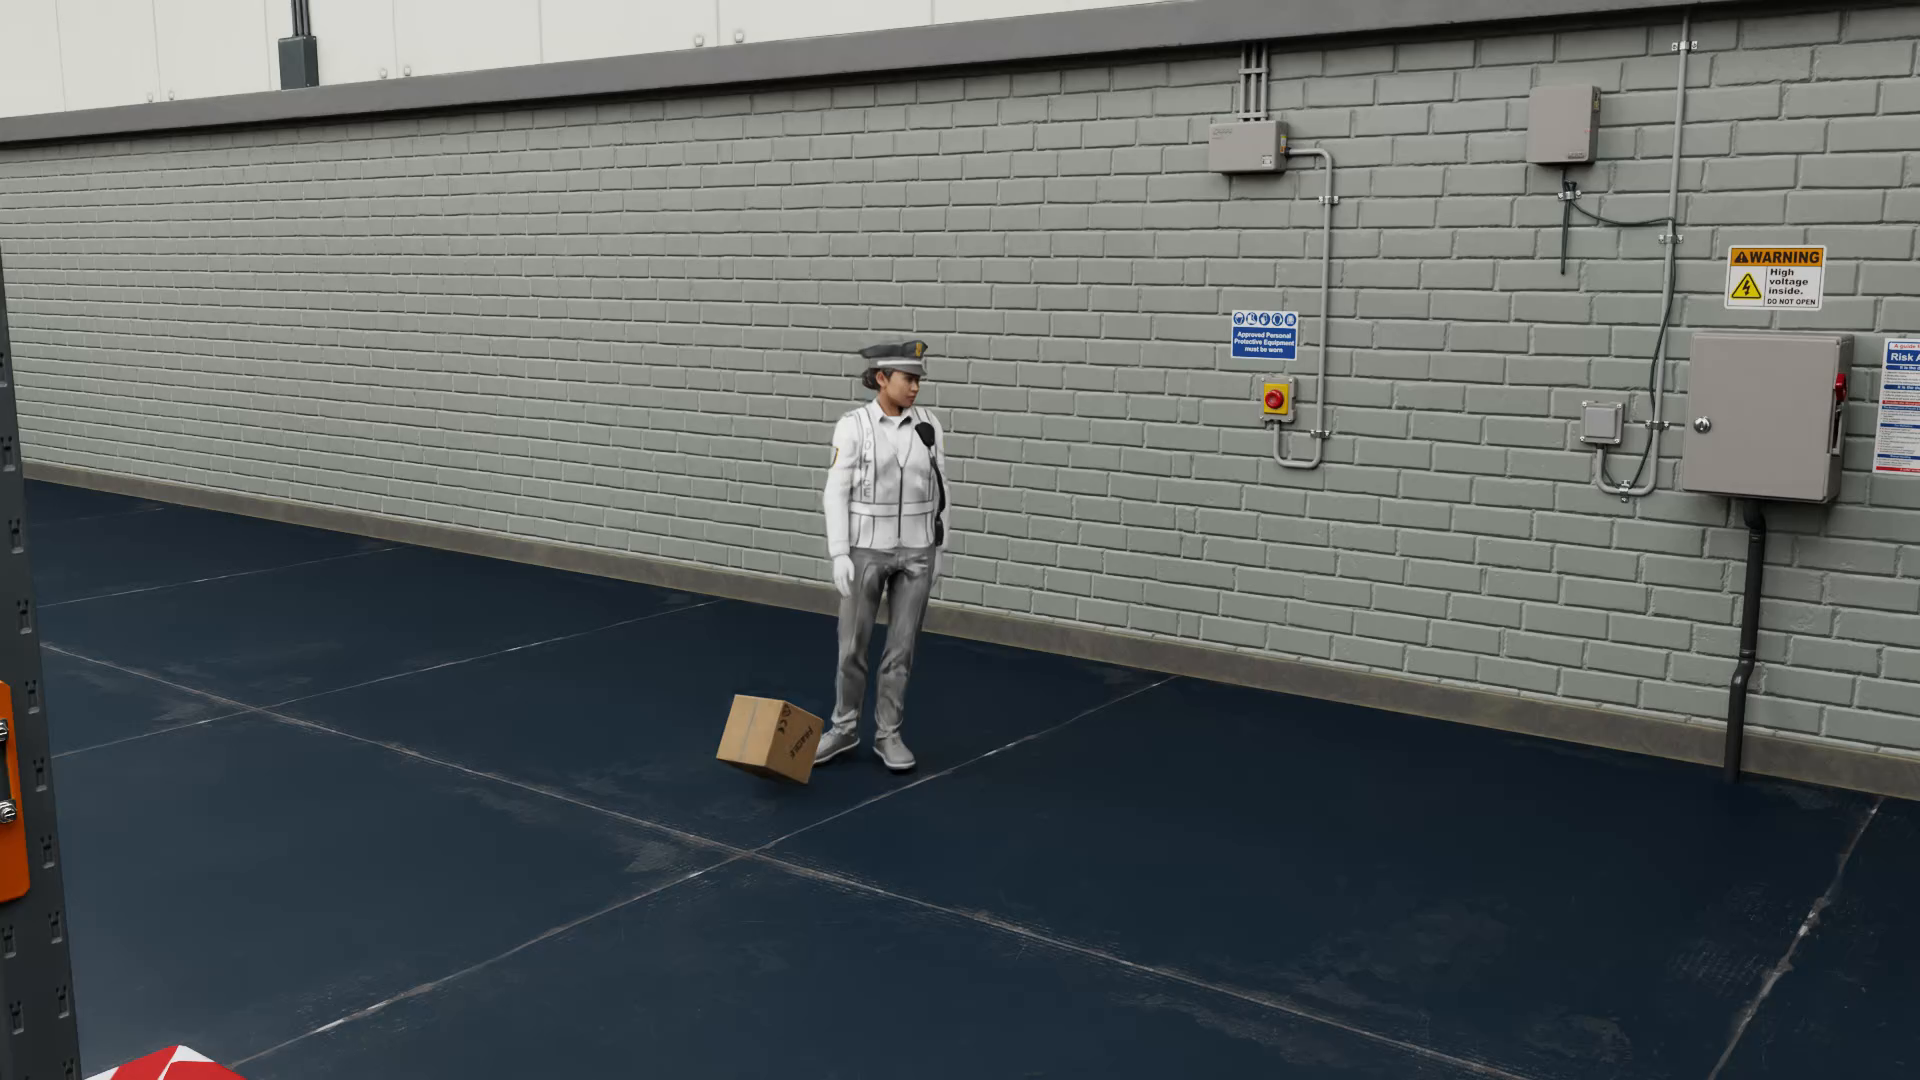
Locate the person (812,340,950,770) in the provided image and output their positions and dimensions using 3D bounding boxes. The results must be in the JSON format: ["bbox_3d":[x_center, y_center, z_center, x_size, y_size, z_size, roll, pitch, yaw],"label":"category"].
[{"bbox_3d":[-0.329,0.063,6.442,0.621,1.673,0.400,-3,10,-16],"label":"person"}]
